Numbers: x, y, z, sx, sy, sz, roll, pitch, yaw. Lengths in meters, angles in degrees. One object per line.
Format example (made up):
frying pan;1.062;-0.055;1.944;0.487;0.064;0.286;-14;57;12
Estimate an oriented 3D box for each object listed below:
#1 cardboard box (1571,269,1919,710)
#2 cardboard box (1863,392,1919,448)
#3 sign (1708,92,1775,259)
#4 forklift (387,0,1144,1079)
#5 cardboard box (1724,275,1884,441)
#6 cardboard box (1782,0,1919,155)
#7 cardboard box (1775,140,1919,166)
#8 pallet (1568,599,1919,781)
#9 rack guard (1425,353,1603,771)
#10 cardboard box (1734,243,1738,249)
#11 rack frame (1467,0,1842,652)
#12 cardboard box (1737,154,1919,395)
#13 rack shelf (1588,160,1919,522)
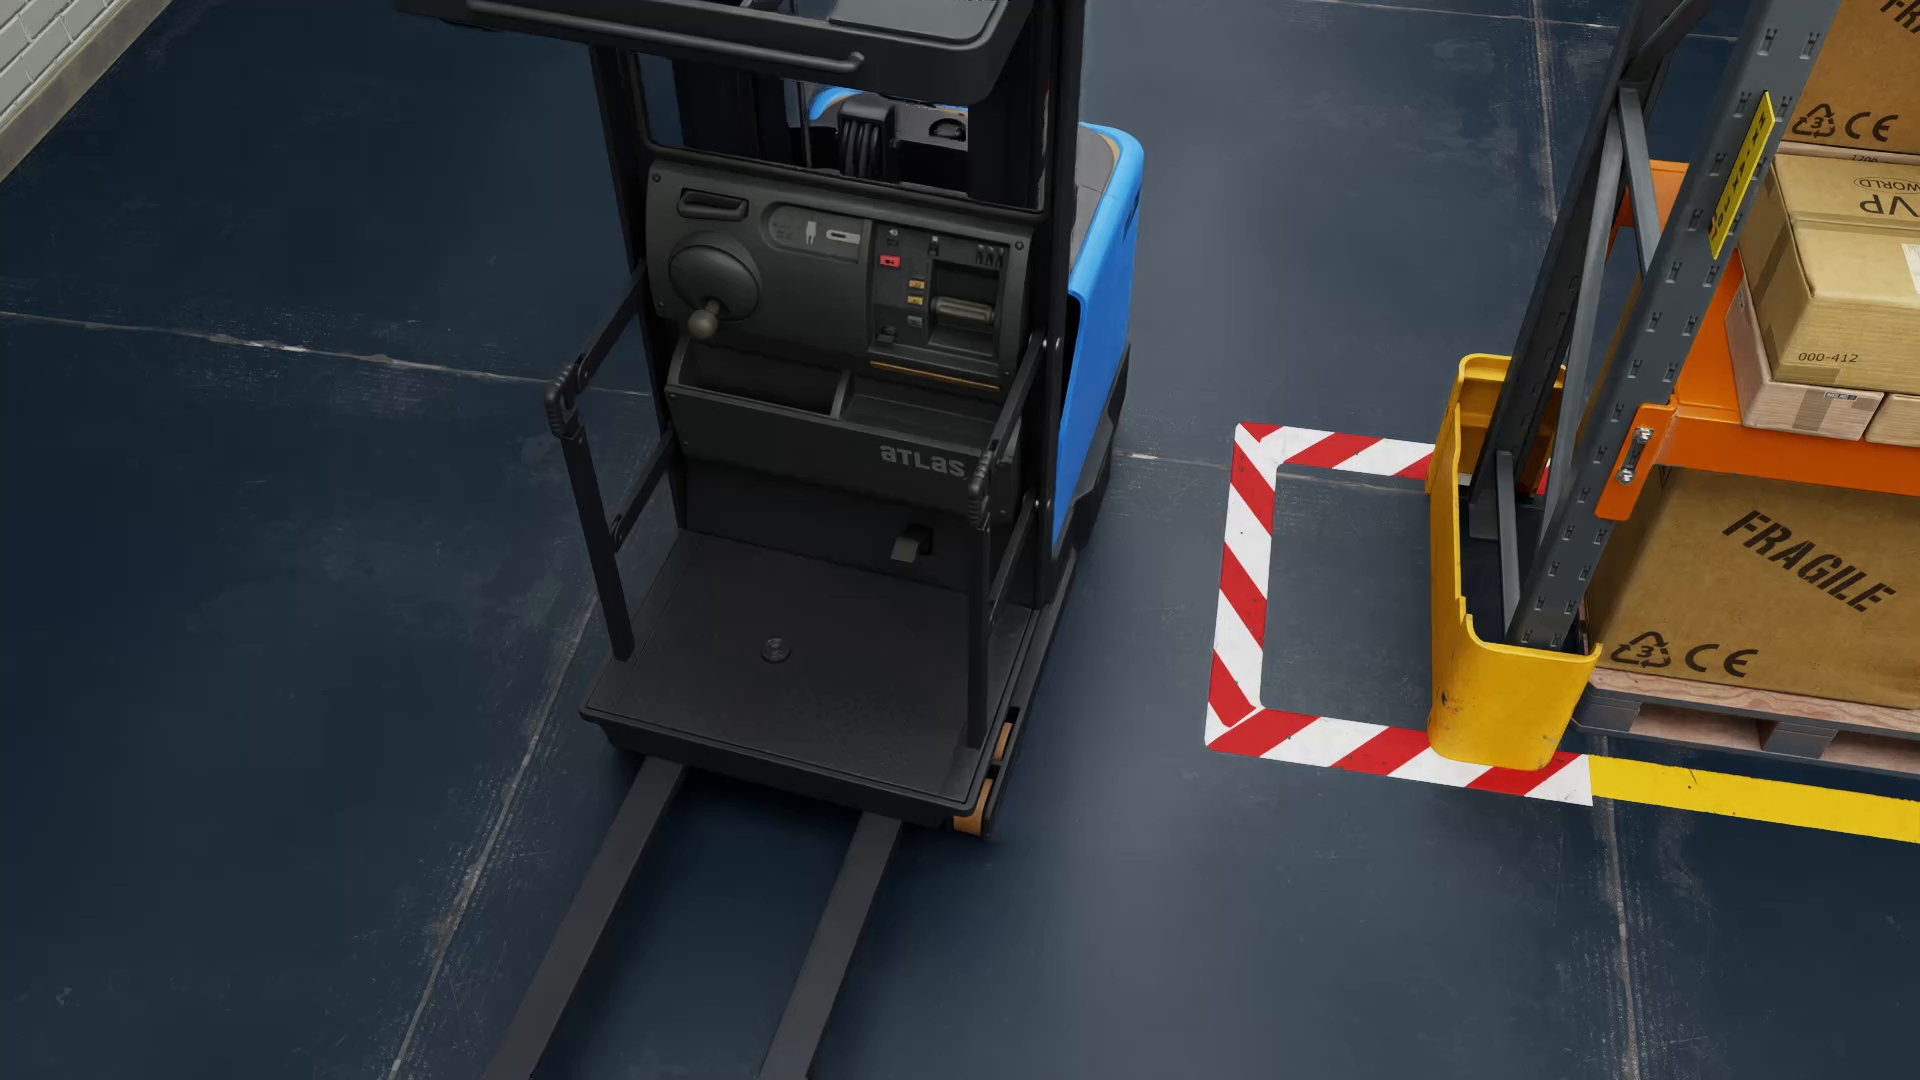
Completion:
cardboard box;2.263;-0.197;4.557;0.875;0.875;0.875;8;49;7
cardboard box;2.163;-0.388;3.751;0.250;0.149;0.380;7;48;6
sign;1.515;-0.703;3.230;0.005;0.325;0.100;8;49;7
forklift;-0.355;-0.516;3.743;1.130;2.935;3.031;13;49;11
cardboard box;1.910;-0.421;3.780;0.250;0.149;0.380;8;49;7
cardboard box;2.146;-1.221;3.727;0.500;0.500;0.500;8;49;7
cardboard box;2.144;-0.972;4.008;0.500;0.250;0.500;7;48;6
pallet;2.420;0.188;4.940;1.213;0.211;1.003;8;49;7
rack guard;1.596;0.039;4.879;0.348;0.500;1.175;8;49;7
cardboard box;2.028;-0.903;4.214;0.250;0.149;0.380;9;49;8
rack frame;1.619;-0.793;3.946;0.127;3.000;1.000;8;49;7
cardboard box;2.044;-0.581;3.656;0.500;0.250;0.500;7;48;6
rack shelf;3.588;-0.288;3.976;4.000;0.370;1.077;8;49;7
